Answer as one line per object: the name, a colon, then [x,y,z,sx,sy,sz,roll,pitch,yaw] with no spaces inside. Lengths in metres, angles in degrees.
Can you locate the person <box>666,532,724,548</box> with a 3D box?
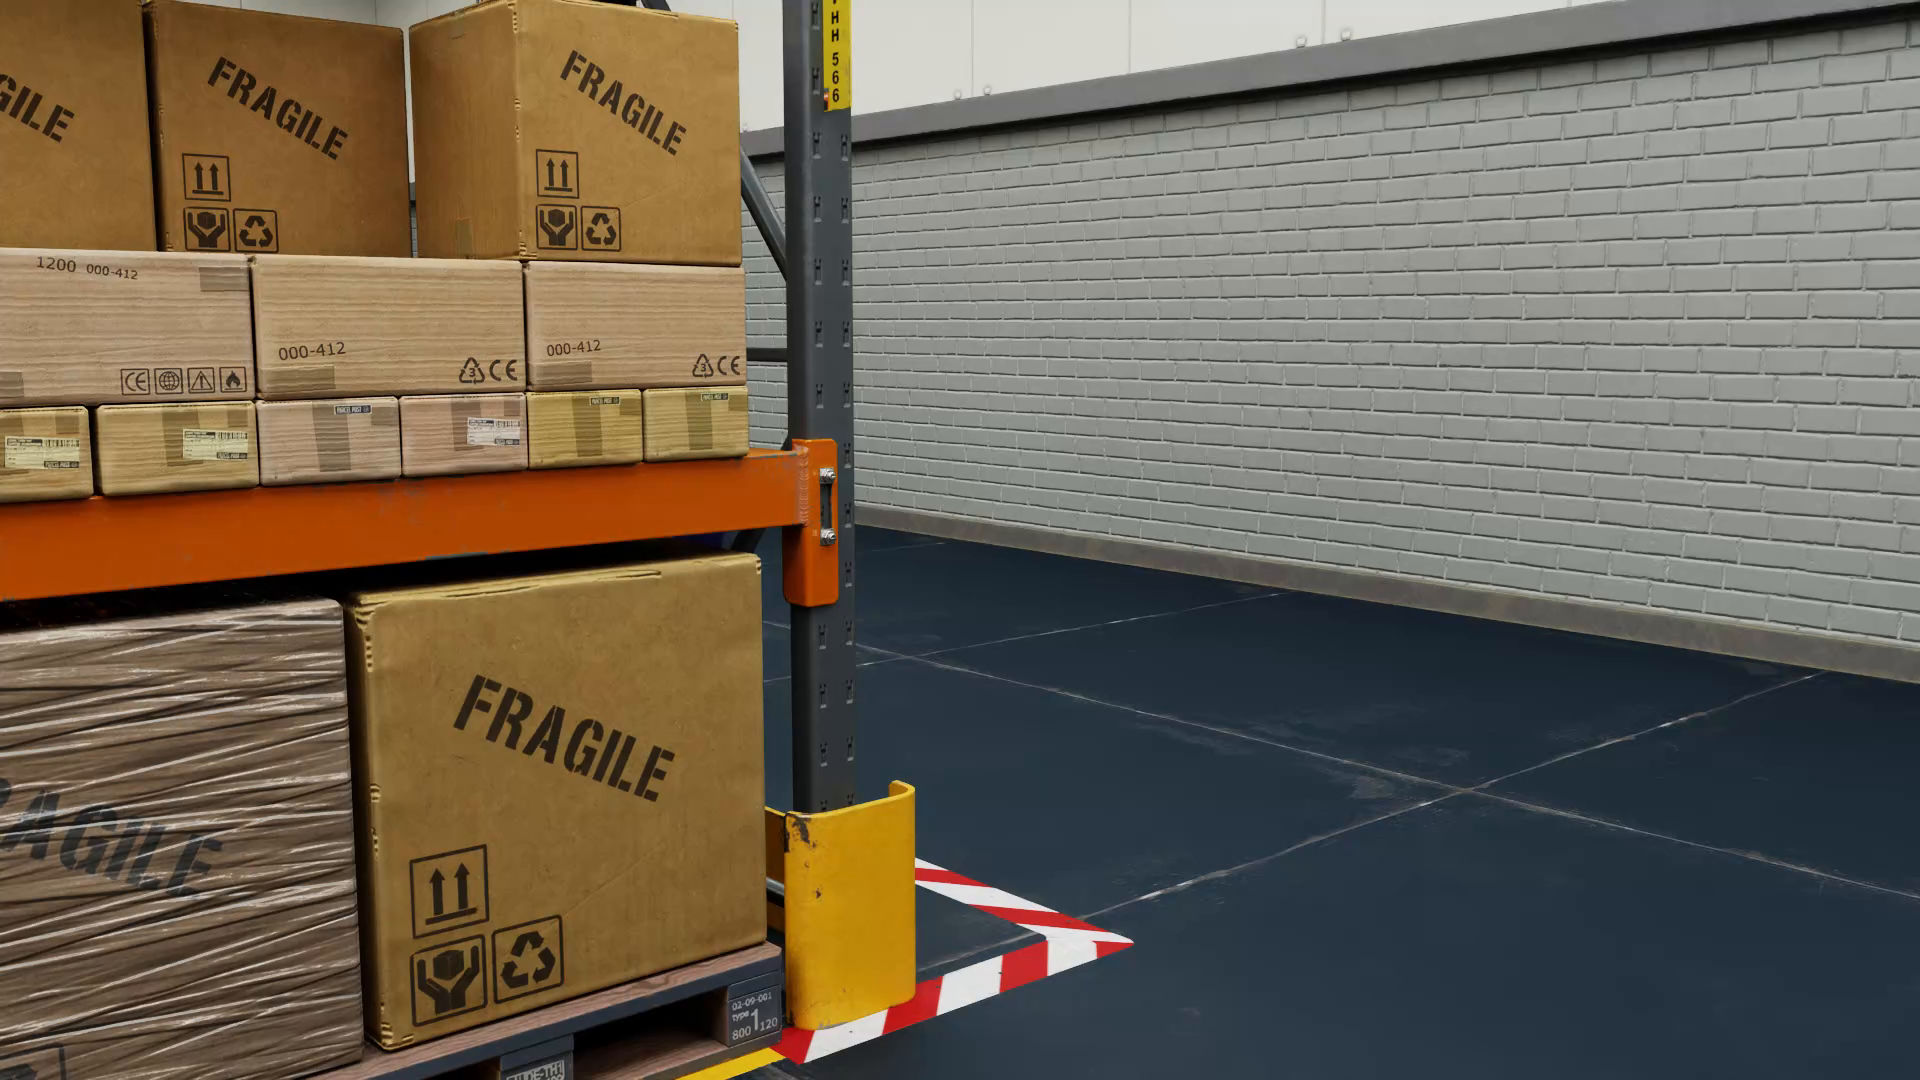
person: [-1.214,-0.091,6.573,0.434,1.646,0.499,-7,10,-41]
